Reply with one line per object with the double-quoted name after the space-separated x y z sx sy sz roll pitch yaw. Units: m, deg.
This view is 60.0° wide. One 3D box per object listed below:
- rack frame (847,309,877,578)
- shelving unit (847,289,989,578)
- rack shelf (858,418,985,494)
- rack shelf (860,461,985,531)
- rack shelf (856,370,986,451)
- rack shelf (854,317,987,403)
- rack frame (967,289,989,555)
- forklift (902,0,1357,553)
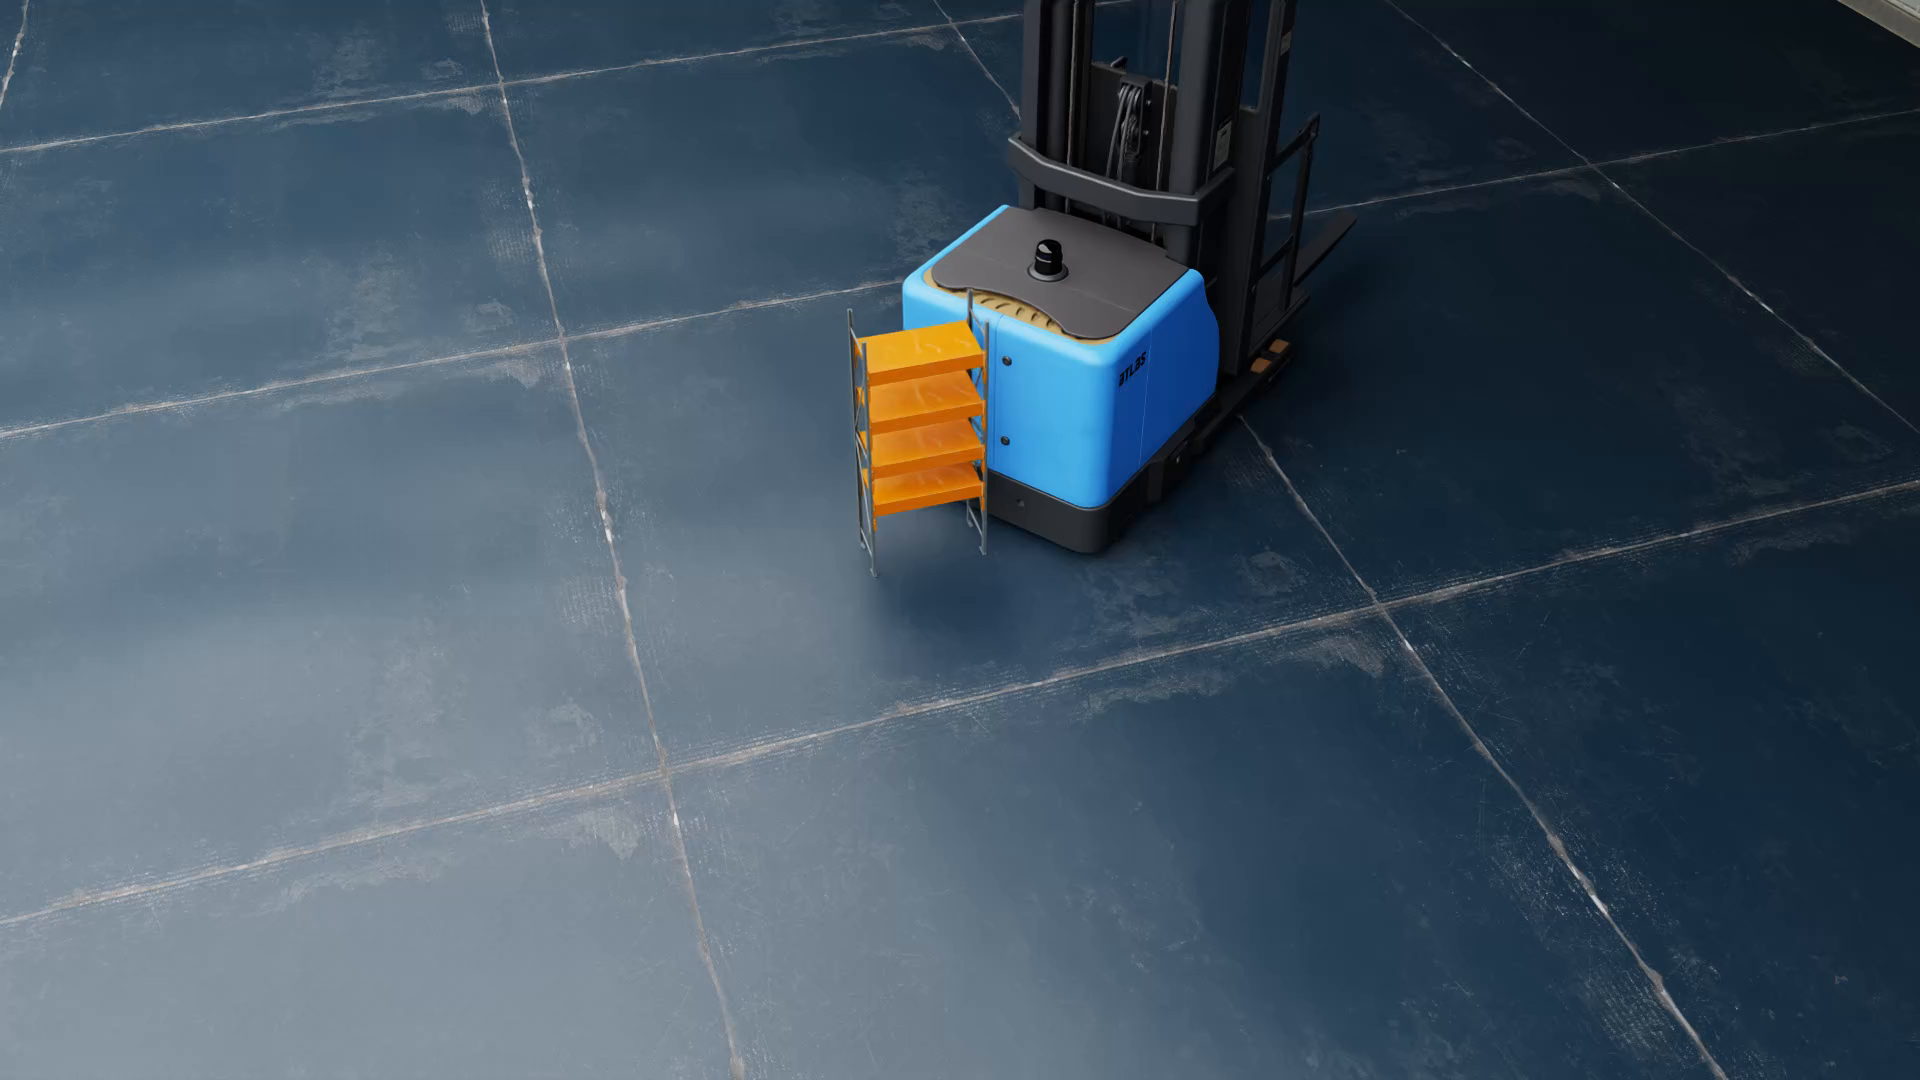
-0.395 -0.368 6.760 0.015 1.200 0.240 -11 42 -13 "rack frame"
-0.162 -0.415 6.813 0.503 1.200 0.258 -11 42 -13 "shelving unit"
-0.162 -0.365 6.858 0.480 0.148 0.258 -11 42 -13 "rack shelf"
-0.162 -0.215 6.988 0.480 0.148 0.258 -11 42 -13 "rack shelf"
-0.162 -0.533 6.710 0.480 0.148 0.258 -11 42 -13 "rack shelf"
-0.162 -0.711 6.555 0.480 0.148 0.258 -11 42 -13 "rack shelf"
0.072 -0.462 6.867 0.015 1.200 0.240 -11 42 -13 "rack frame"
0.995 -1.982 7.291 1.130 2.935 3.031 24 47 25 "forklift"
